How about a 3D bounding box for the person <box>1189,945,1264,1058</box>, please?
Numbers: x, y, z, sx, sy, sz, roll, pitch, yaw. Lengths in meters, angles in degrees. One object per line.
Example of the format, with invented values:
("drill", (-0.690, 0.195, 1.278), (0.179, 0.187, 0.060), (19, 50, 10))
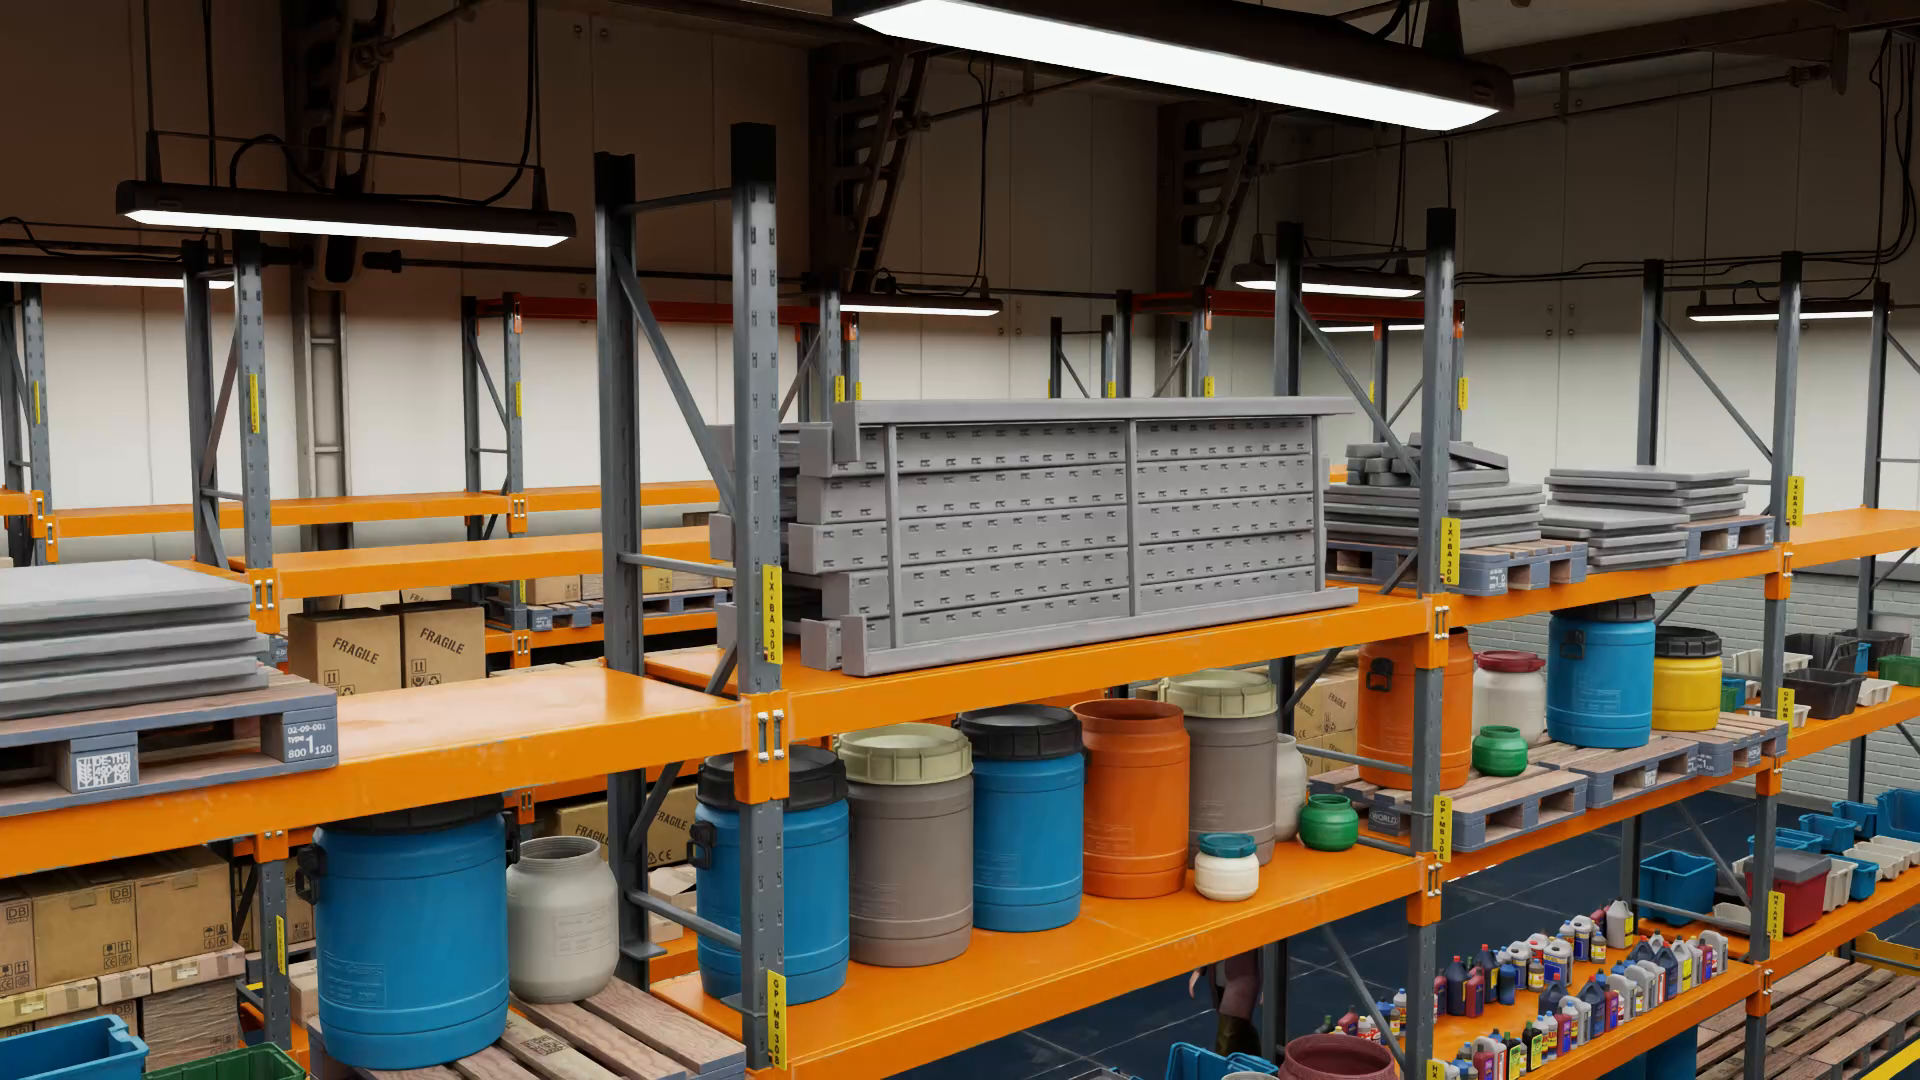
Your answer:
("person", (1.901, 3.152, 11.853), (0.993, 1.740, 0.629), (-4, 6, -33))
